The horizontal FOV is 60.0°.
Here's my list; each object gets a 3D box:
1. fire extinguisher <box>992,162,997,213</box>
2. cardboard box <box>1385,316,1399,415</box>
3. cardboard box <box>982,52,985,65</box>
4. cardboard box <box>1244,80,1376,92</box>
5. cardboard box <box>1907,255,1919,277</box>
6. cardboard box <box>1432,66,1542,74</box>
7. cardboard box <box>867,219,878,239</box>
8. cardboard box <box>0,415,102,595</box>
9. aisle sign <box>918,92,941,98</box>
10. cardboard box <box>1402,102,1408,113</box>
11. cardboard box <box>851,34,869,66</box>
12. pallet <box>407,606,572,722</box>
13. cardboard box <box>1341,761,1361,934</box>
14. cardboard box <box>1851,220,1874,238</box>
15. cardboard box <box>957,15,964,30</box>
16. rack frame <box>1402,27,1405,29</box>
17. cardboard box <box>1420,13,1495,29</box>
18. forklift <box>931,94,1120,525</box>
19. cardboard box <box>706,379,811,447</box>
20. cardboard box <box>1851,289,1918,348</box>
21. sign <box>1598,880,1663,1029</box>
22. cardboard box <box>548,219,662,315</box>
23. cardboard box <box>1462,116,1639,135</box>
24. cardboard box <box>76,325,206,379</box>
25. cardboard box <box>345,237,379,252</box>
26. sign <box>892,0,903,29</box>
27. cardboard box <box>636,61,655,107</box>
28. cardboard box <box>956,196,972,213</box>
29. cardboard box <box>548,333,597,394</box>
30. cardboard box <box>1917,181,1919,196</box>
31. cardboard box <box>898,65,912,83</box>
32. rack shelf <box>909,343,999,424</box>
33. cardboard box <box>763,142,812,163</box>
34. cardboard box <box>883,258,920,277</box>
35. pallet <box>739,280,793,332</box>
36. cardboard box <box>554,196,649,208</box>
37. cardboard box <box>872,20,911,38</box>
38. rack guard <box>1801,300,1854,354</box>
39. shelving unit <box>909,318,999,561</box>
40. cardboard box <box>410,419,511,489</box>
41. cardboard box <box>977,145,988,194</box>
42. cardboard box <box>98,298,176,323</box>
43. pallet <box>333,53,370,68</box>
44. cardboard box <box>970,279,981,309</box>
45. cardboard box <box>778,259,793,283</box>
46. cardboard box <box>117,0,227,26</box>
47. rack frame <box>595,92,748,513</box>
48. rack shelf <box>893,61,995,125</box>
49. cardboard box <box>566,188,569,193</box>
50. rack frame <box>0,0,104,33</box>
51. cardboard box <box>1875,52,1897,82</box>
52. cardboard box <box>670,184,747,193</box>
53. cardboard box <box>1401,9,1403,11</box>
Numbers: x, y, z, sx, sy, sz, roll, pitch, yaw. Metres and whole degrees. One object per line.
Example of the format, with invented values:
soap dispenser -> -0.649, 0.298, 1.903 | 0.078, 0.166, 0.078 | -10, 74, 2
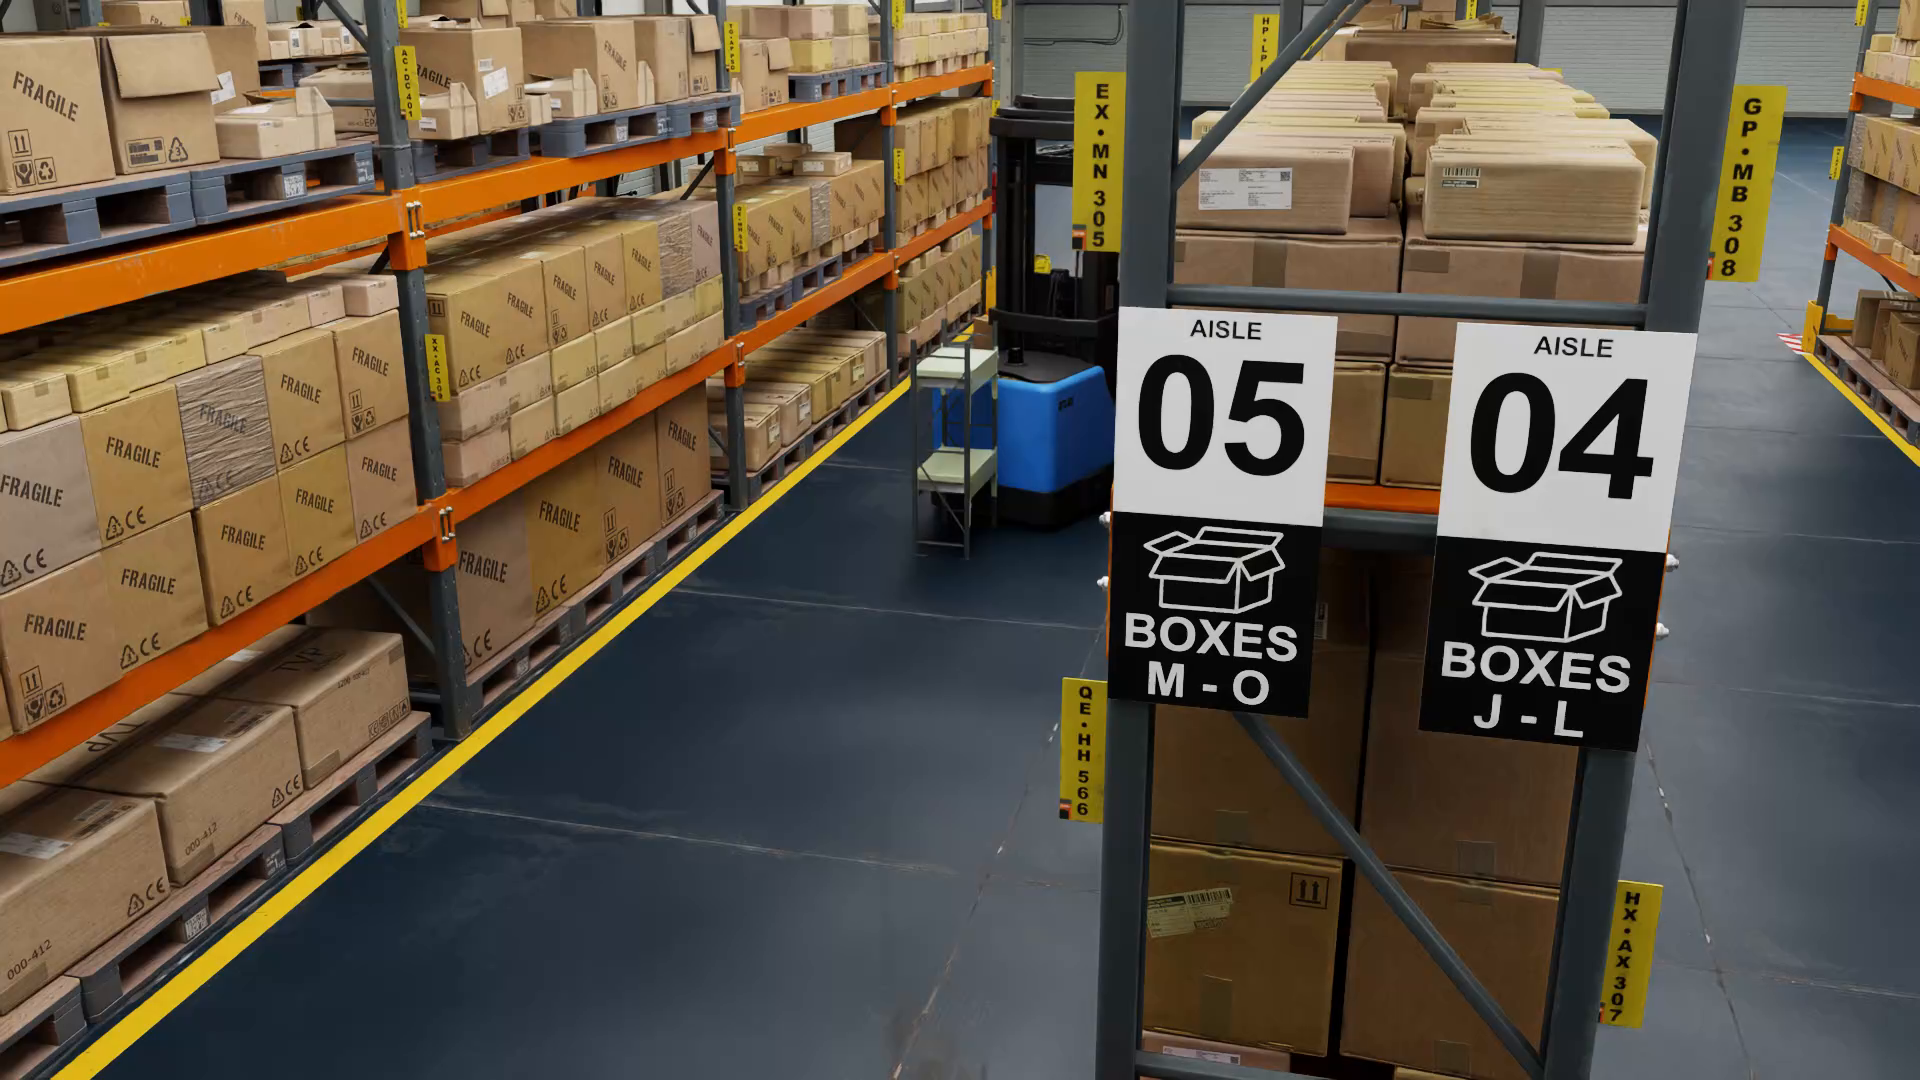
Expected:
fire extinguisher -> 0.353, -4.147, 19.309 | 0.296, 0.674, 0.183 | 5, 19, 13
cardboard box -> 1.284, -0.444, 3.938 | 0.500, 0.250, 0.500 | 5, 20, 15
cardboard box -> 0.062, -5.351, 18.462 | 0.380, 0.149, 0.250 | 5, 19, 14
cardboard box -> 1.097, -1.358, 5.223 | 0.380, 0.149, 0.250 | 6, 20, 16
cardboard box -> 8.420, -2.358, 14.340 | 0.380, 0.149, 0.250 | 5, 19, 13
cardboard box -> 1.904, -1.634, 6.033 | 0.380, 0.149, 0.250 | 5, 20, 15
cardboard box -> -0.958, -2.828, 15.064 | 0.380, 0.149, 0.250 | 5, 19, 14
cardboard box -> -3.400, -0.142, 5.762 | 0.500, 0.500, 0.500 | 5, 19, 13
aisle sign -> -0.408, -5.459, 19.006 | 0.394, 0.787, 0.004 | 5, 19, 13
cardboard box -> 1.904, -1.484, 6.211 | 0.500, 0.250, 0.500 | 4, 19, 11
cardboard box -> -1.102, -4.283, 14.529 | 0.500, 0.250, 0.500 | 4, 19, 12
pallet -> -2.939, 0.649, 9.462 | 1.003, 0.211, 1.213 | 5, 19, 13
cardboard box -> 1.277, 0.713, 4.345 | 0.500, 0.500, 0.500 | 5, 19, 13
cardboard box -> 9.031, -3.058, 16.390 | 0.380, 0.149, 0.250 | 5, 19, 13
cardboard box -> -0.175, -5.498, 17.659 | 0.380, 0.149, 0.250 | 5, 19, 14
rack frame -> 4.702, -6.664, 17.276 | 1.000, 3.000, 0.127 | 5, 19, 13
cardboard box -> 2.790, -2.838, 9.375 | 0.396, 0.266, 0.258 | 5, 19, 13
forklift -> 0.988, -1.914, 12.756 | 1.130, 2.935, 3.031 | 11, 22, 30
cardboard box -> -1.757, -1.040, 13.509 | 0.950, 0.372, 0.625 | 4, 19, 12
cardboard box -> 9.319, -2.223, 16.774 | 0.500, 0.500, 0.500 | 9, 21, 23
sign -> 1.319, 0.823, 3.299 | 0.100, 0.325, 0.005 | 5, 19, 13
cardboard box -> -2.195, -1.698, 10.317 | 0.500, 0.500, 0.500 | 5, 19, 13
cardboard box -> 1.370, -0.902, 3.887 | 0.380, 0.149, 0.250 | 5, 19, 14
cardboard box -> -3.194, -0.733, 6.489 | 0.380, 0.149, 0.250 | 4, 19, 12
cardboard box -> -5.901, -2.914, 15.810 | 0.500, 0.250, 0.500 | 5, 19, 13
sign -> -0.560, -4.739, 14.870 | 0.100, 0.325, 0.005 | 5, 19, 13
cardboard box -> -2.074, -2.772, 10.081 | 0.396, 0.266, 0.258 | 4, 19, 12
cardboard box -> -0.077, -3.682, 18.214 | 0.380, 0.149, 0.250 | 5, 19, 14
cardboard box -> -2.424, -1.026, 9.510 | 0.500, 0.250, 0.500 | 5, 19, 14
cardboard box -> 8.474, -3.129, 14.046 | 0.500, 0.500, 0.500 | 5, 19, 13
cardboard box -> -0.665, -4.387, 15.639 | 0.380, 0.149, 0.250 | 5, 19, 13
rack shelf -> -0.031, -1.069, 11.291 | 0.431, 0.370, 0.720 | 5, 20, 15
cardboard box -> -1.557, -3.505, 15.040 | 0.380, 0.149, 0.250 | 5, 19, 13
cardboard box -> -0.605, -2.688, 16.358 | 0.380, 0.149, 0.250 | 5, 19, 14
pallet -> -2.006, -1.818, 12.666 | 1.213, 0.211, 1.003 | 5, 19, 13
cardboard box -> -2.434, -2.062, 11.383 | 0.500, 0.500, 0.500 | 4, 19, 12
cardboard box -> -0.671, -4.765, 15.513 | 0.380, 0.149, 0.250 | 5, 20, 15
rack guard -> 9.469, -2.195, 17.341 | 1.175, 0.500, 0.348 | 5, 19, 13
shelving unit -> -0.031, -0.700, 11.417 | 0.431, 1.500, 0.755 | 5, 20, 15
cardboard box -> -2.691, -0.469, 8.653 | 0.500, 0.250, 0.500 | 4, 19, 12
cardboard box -> 0.012, -4.181, 18.672 | 0.500, 0.500, 0.500 | 4, 19, 12
cardboard box -> -3.572, -0.934, 7.077 | 0.380, 0.149, 0.250 | 5, 19, 13
pallet -> -5.730, -4.969, 17.090 | 1.003, 0.211, 1.213 | 5, 19, 13
cardboard box -> -0.065, -2.800, 18.848 | 0.500, 0.250, 0.500 | 5, 19, 13
cardboard box -> -1.517, -2.097, 12.924 | 0.380, 0.149, 0.250 | 5, 19, 14
cardboard box -> -6.451, -4.155, 13.610 | 0.700, 0.500, 0.500 | 4, 19, 12
rack frame -> -2.077, -1.677, 11.957 | 1.000, 3.000, 0.127 | 5, 19, 13
rack shelf -> -0.611, -4.637, 17.094 | 1.077, 0.370, 4.000 | 5, 19, 13
cardboard box -> -4.938, -4.286, 19.440 | 0.500, 0.500, 0.500 | 5, 20, 15
rack frame -> -6.891, -4.907, 12.131 | 1.000, 3.000, 0.127 | 5, 19, 13
cardboard box -> 8.999, -4.458, 15.689 | 0.500, 0.250, 0.500 | 4, 19, 12
cardboard box -> -1.997, -2.549, 13.246 | 0.500, 0.500, 0.500 | 3, 19, 10
cardboard box -> 3.720, -4.640, 14.958 | 0.500, 0.250, 0.500 | 5, 19, 13
